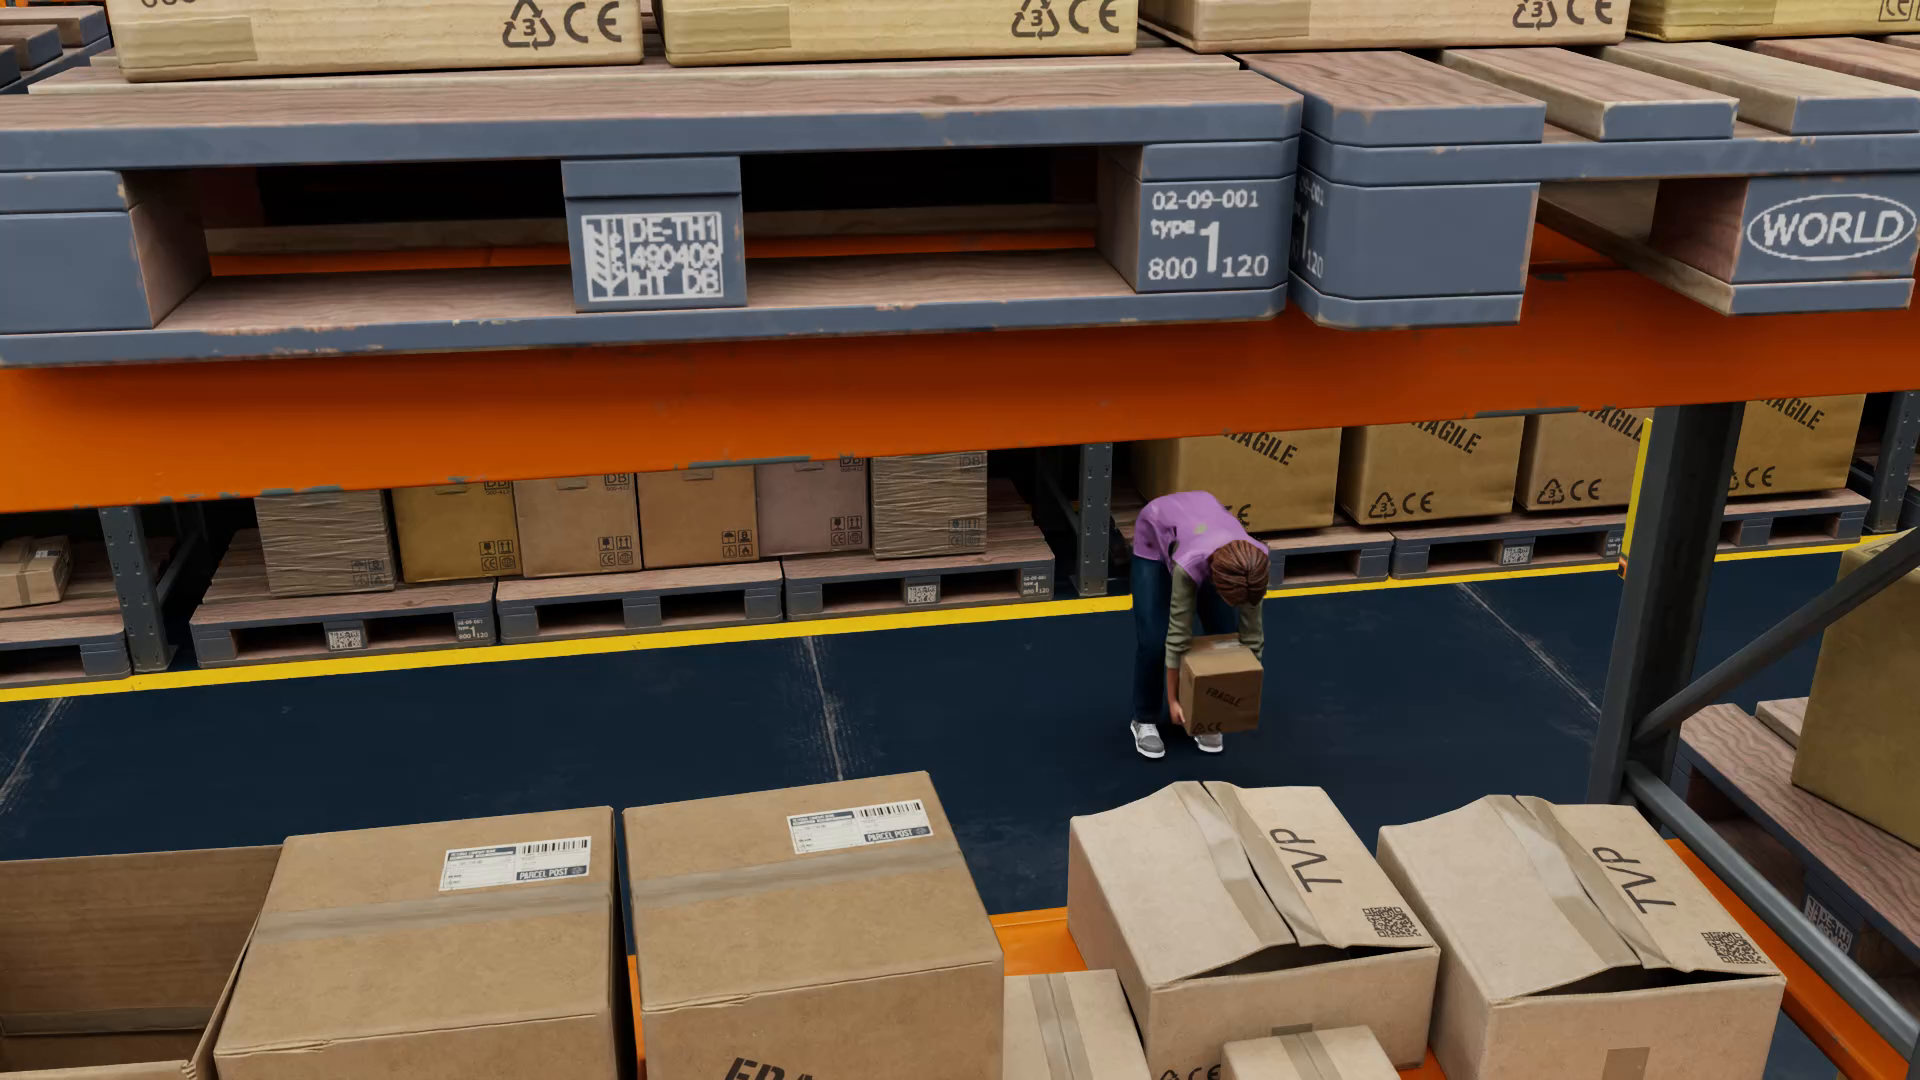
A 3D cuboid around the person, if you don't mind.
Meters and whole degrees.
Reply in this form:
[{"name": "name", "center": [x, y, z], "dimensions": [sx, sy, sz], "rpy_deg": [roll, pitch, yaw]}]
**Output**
[{"name": "person", "center": [0.863, 0.370, 5.952], "dimensions": [0.390, 1.051, 0.865], "rpy_deg": [-5, 24, -11]}]
